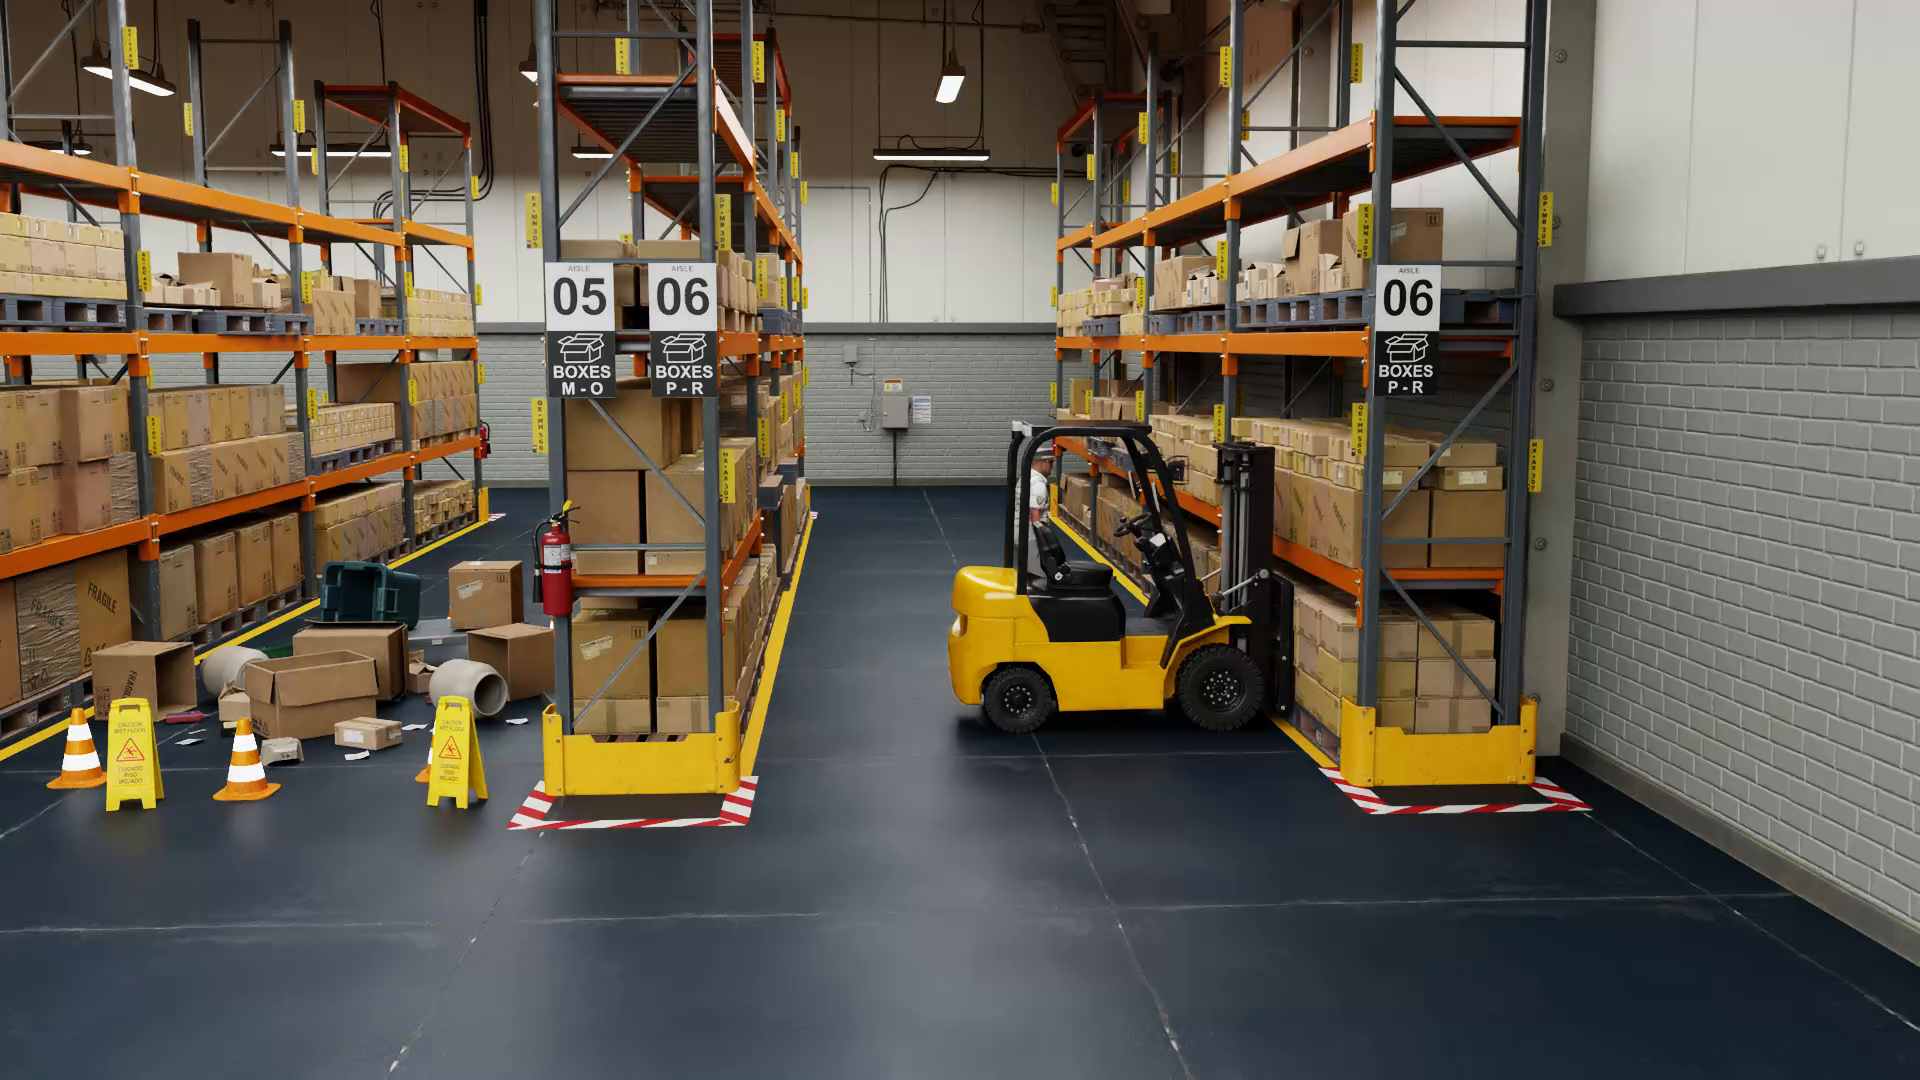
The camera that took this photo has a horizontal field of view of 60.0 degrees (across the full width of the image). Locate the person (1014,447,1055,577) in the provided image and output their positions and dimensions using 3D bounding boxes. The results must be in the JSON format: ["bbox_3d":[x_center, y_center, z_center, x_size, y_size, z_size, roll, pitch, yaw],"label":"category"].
[{"bbox_3d":[0.689,0.003,15.670,0.428,1.751,0.605,-1,7,-6],"label":"person"}]
